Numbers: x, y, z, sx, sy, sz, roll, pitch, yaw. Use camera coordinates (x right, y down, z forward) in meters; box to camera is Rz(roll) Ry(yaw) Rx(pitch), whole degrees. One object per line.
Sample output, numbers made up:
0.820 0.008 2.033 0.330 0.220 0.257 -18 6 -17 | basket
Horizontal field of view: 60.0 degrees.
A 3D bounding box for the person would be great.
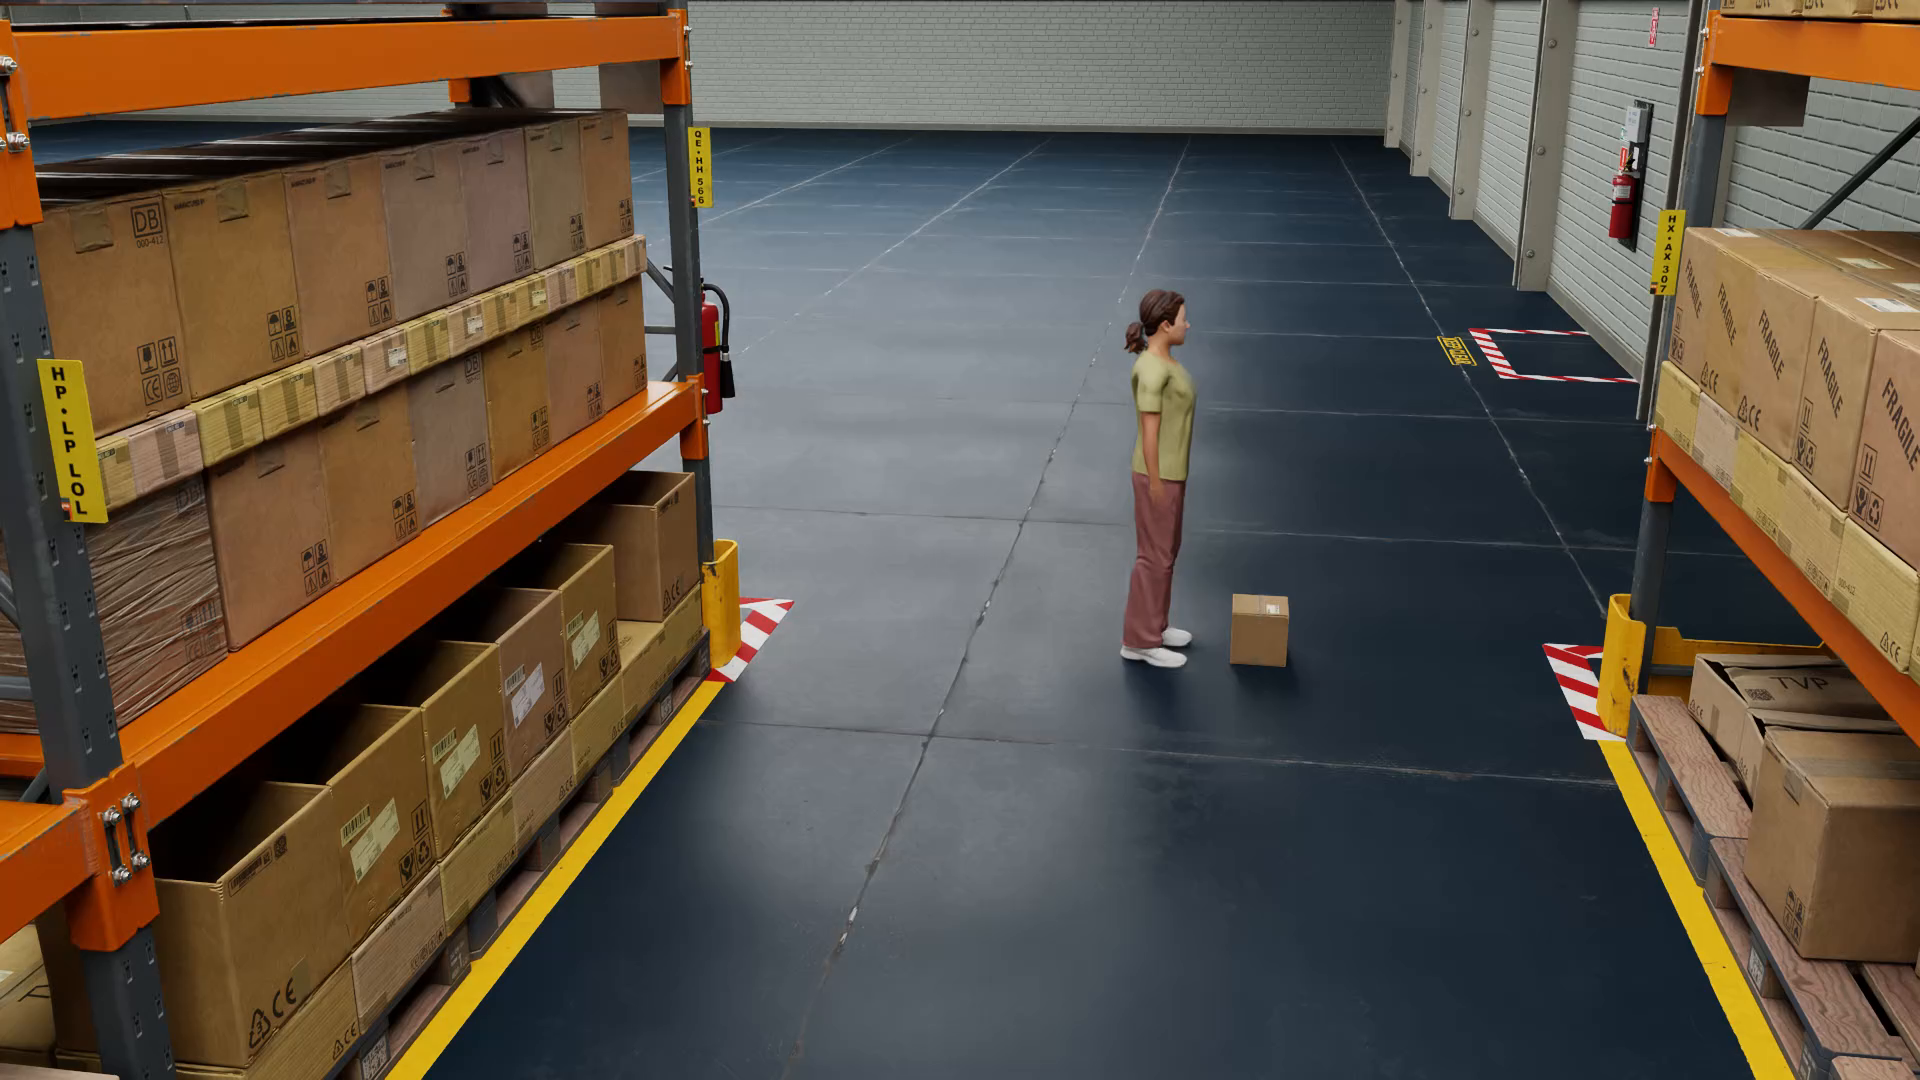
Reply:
0.891 -0.288 7.465 0.359 1.679 0.446 3 18 10 | person
